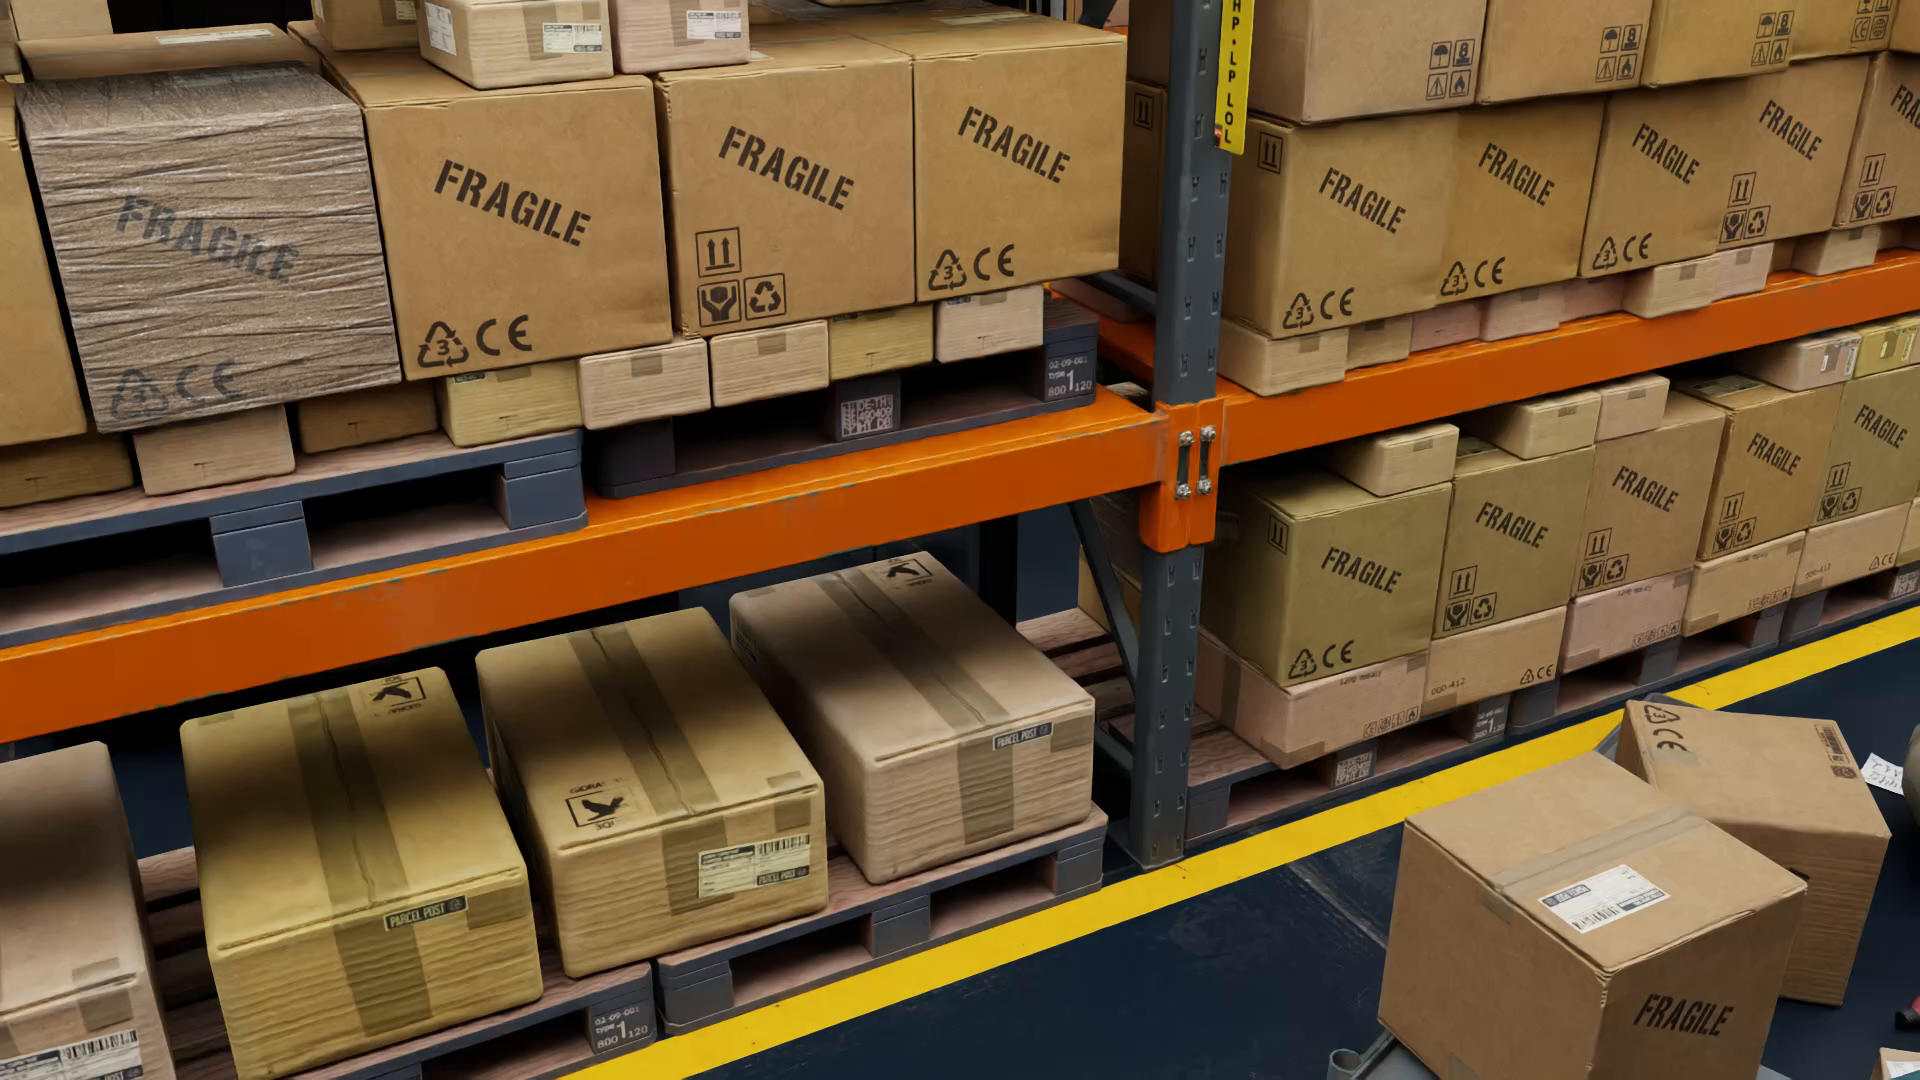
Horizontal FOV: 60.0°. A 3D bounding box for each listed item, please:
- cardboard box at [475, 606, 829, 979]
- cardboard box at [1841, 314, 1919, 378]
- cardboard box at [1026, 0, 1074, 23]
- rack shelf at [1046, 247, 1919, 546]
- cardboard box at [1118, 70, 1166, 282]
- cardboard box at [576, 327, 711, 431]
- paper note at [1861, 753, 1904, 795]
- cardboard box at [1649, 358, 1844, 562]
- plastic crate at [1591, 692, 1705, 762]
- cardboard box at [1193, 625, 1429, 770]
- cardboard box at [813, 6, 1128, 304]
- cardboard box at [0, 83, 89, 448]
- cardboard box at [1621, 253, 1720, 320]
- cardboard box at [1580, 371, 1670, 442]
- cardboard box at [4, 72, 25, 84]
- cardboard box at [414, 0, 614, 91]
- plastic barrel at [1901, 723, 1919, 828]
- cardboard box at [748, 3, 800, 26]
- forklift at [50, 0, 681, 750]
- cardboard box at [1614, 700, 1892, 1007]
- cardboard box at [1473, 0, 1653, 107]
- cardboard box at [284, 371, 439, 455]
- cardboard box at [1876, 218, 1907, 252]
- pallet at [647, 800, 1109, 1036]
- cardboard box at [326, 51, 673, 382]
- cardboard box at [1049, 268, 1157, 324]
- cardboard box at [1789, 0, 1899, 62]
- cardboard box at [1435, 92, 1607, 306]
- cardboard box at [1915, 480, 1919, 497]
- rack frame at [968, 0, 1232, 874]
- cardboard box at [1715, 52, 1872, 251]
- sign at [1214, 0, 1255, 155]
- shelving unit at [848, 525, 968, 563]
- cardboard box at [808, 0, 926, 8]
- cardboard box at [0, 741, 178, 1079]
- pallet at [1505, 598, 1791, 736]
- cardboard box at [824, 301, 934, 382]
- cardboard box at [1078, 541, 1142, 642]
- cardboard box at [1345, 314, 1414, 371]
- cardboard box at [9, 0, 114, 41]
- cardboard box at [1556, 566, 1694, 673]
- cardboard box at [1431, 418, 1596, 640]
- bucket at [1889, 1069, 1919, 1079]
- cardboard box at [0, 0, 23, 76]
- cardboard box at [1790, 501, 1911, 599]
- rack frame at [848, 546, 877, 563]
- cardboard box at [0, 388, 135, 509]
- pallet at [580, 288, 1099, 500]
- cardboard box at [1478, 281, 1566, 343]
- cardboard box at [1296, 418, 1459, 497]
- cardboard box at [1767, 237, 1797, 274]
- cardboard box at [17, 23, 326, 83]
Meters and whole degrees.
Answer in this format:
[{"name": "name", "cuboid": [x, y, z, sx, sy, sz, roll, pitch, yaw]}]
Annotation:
[{"name": "cardboard box", "cuboid": [-0.784, 0.581, 4.125, 0.625, 0.372, 0.950, -11, 28, -22]}, {"name": "cardboard box", "cuboid": [2.740, -0.652, 5.217, 0.250, 0.149, 0.380, -12, 28, -24]}, {"name": "cardboard box", "cuboid": [0.276, -3.017, 8.954, 0.500, 0.500, 0.500, -14, 29, -26]}, {"name": "rack shelf", "cuboid": [2.075, -0.753, 5.184, 4.000, 0.370, 1.077, -13, 29, -25]}, {"name": "cardboard box", "cuboid": [0.585, -1.035, 4.480, 0.500, 0.500, 0.500, -14, 29, -26]}, {"name": "cardboard box", "cuboid": [-0.689, -0.369, 3.359, 0.250, 0.149, 0.380, -13, 28, -25]}, {"name": "paper note", "cuboid": [2.688, 0.676, 4.806, 0.142, 0.019, 0.148, 21, 33, 37]}, {"name": "cardboard box", "cuboid": [2.348, -0.302, 5.239, 0.500, 0.500, 0.500, -14, 29, -26]}, {"name": "plastic crate", "cuboid": [2.081, 0.640, 4.825, 0.402, 0.080, 0.583, 21, 33, 37]}, {"name": "cardboard box", "cuboid": [0.958, 0.363, 4.719, 0.500, 0.250, 0.500, -14, 29, -27]}, {"name": "cardboard box", "cuboid": [0.010, -0.857, 3.624, 0.500, 0.500, 0.500, -14, 29, -26]}, {"name": "cardboard box", "cuboid": [-1.792, -0.447, 2.770, 0.500, 0.500, 0.500, -12, 28, -24]}, {"name": "cardboard box", "cuboid": [1.872, -0.755, 4.648, 0.250, 0.149, 0.380, -13, 28, -25]}, {"name": "cardboard box", "cuboid": [1.785, -0.431, 4.758, 0.250, 0.149, 0.380, -11, 28, -22]}, {"name": "cardboard box", "cuboid": [-4.155, -1.888, 6.889, 0.500, 0.250, 0.500, -14, 29, -27]}, {"name": "cardboard box", "cuboid": [-0.824, -0.940, 3.049, 0.250, 0.149, 0.380, -14, 29, -27]}, {"name": "plastic barrel", "cuboid": [2.729, 0.676, 4.354, 0.421, 0.421, 0.512, 5, 26, 11]}, {"name": "cardboard box", "cuboid": [-0.680, -0.950, 3.819, 0.500, 0.500, 0.500, -13, 29, -25]}, {"name": "forklift", "cuboid": [-2.496, -0.944, 4.831, 3.031, 2.935, 1.130, -9, 27, -17]}, {"name": "cardboard box", "cuboid": [1.896, 0.757, 4.092, 0.500, 0.500, 0.500, 5, 26, 11]}, {"name": "cardboard box", "cuboid": [1.261, -1.402, 4.091, 0.500, 0.500, 0.700, -13, 28, -25]}, {"name": "cardboard box", "cuboid": [-1.202, -0.319, 3.254, 0.250, 0.149, 0.380, -14, 29, -27]}, {"name": "cardboard box", "cuboid": [2.697, -1.013, 5.185, 0.250, 0.149, 0.380, -13, 28, -24]}, {"name": "pallet", "cuboid": [-0.376, 0.746, 4.452, 1.213, 0.211, 1.003, -13, 29, -25]}, {"name": "cardboard box", "cuboid": [-0.885, -0.652, 3.199, 0.500, 0.500, 0.500, -12, 28, -23]}, {"name": "cardboard box", "cuboid": [0.450, -0.739, 4.613, 0.250, 0.149, 0.380, -13, 29, -26]}, {"name": "cardboard box", "cuboid": [2.134, -1.635, 4.576, 0.500, 0.500, 0.700, -13, 29, -25]}, {"name": "cardboard box", "cuboid": [1.261, -0.943, 4.290, 0.500, 0.500, 0.500, -13, 29, -25]}, {"name": "cardboard box", "cuboid": [3.255, -0.510, 5.671, 0.500, 0.500, 0.500, -13, 28, -25]}, {"name": "rack frame", "cuboid": [0.310, -0.670, 4.180, 0.127, 3.000, 1.000, -13, 29, -25]}, {"name": "cardboard box", "cuboid": [2.147, -1.151, 4.723, 0.500, 0.500, 0.500, -13, 28, -24]}, {"name": "sign", "cuboid": [0.574, -0.981, 3.489, 0.005, 0.325, 0.100, -13, 29, -25]}, {"name": "shelving unit", "cuboid": [-0.146, -0.507, 5.920, 0.503, 1.200, 0.258, -13, 29, -25]}, {"name": "cardboard box", "cuboid": [-0.272, -1.370, 3.944, 0.250, 0.149, 0.380, -13, 29, -25]}, {"name": "cardboard box", "cuboid": [-2.069, 0.875, 3.512, 0.625, 0.372, 0.950, -14, 29, -26]}, {"name": "pallet", "cuboid": [1.964, 0.187, 5.617, 1.213, 0.211, 1.003, -13, 29, -25]}, {"name": "cardboard box", "cuboid": [-0.255, -0.489, 3.607, 0.250, 0.149, 0.380, -14, 29, -27]}, {"name": "cardboard box", "cuboid": [0.705, 0.157, 5.149, 0.500, 0.250, 0.500, -12, 28, -23]}, {"name": "cardboard box", "cuboid": [0.937, -0.570, 4.261, 0.250, 0.149, 0.380, -12, 28, -24]}, {"name": "cardboard box", "cuboid": [-3.701, -2.220, 7.004, 0.500, 0.250, 0.500, -13, 28, -24]}, {"name": "cardboard box", "cuboid": [1.890, 0.141, 5.182, 0.500, 0.250, 0.500, -13, 29, -26]}, {"name": "cardboard box", "cuboid": [1.424, -0.088, 4.794, 0.500, 0.500, 0.500, -12, 28, -23]}, {"name": "bucket", "cuboid": [1.764, 1.082, 2.556, 0.620, 0.611, 0.726, -13, 27, -3]}, {"name": "cardboard box", "cuboid": [-1.909, -0.957, 3.084, 0.250, 0.149, 0.380, -14, 29, -28]}, {"name": "cardboard box", "cuboid": [2.792, -0.065, 5.610, 0.500, 0.250, 0.500, -13, 29, -25]}, {"name": "rack frame", "cuboid": [-0.361, -0.457, 5.817, 0.015, 1.200, 0.240, -13, 29, -25]}, {"name": "cardboard box", "cuboid": [-1.658, -0.209, 3.024, 0.250, 0.149, 0.380, -12, 28, -23]}, {"name": "pallet", "cuboid": [-0.433, -0.483, 4.013, 1.213, 0.211, 1.003, -13, 29, -25]}, {"name": "cardboard box", "cuboid": [1.392, -0.672, 4.475, 0.250, 0.149, 0.380, -12, 28, -24]}, {"name": "cardboard box", "cuboid": [1.096, -0.270, 4.422, 0.250, 0.149, 0.380, -13, 28, -24]}, {"name": "cardboard box", "cuboid": [2.252, -0.910, 4.969, 0.250, 0.149, 0.380, -13, 29, -25]}, {"name": "cardboard box", "cuboid": [-1.571, -0.746, 3.394, 0.500, 0.500, 0.500, -14, 29, -27]}]
